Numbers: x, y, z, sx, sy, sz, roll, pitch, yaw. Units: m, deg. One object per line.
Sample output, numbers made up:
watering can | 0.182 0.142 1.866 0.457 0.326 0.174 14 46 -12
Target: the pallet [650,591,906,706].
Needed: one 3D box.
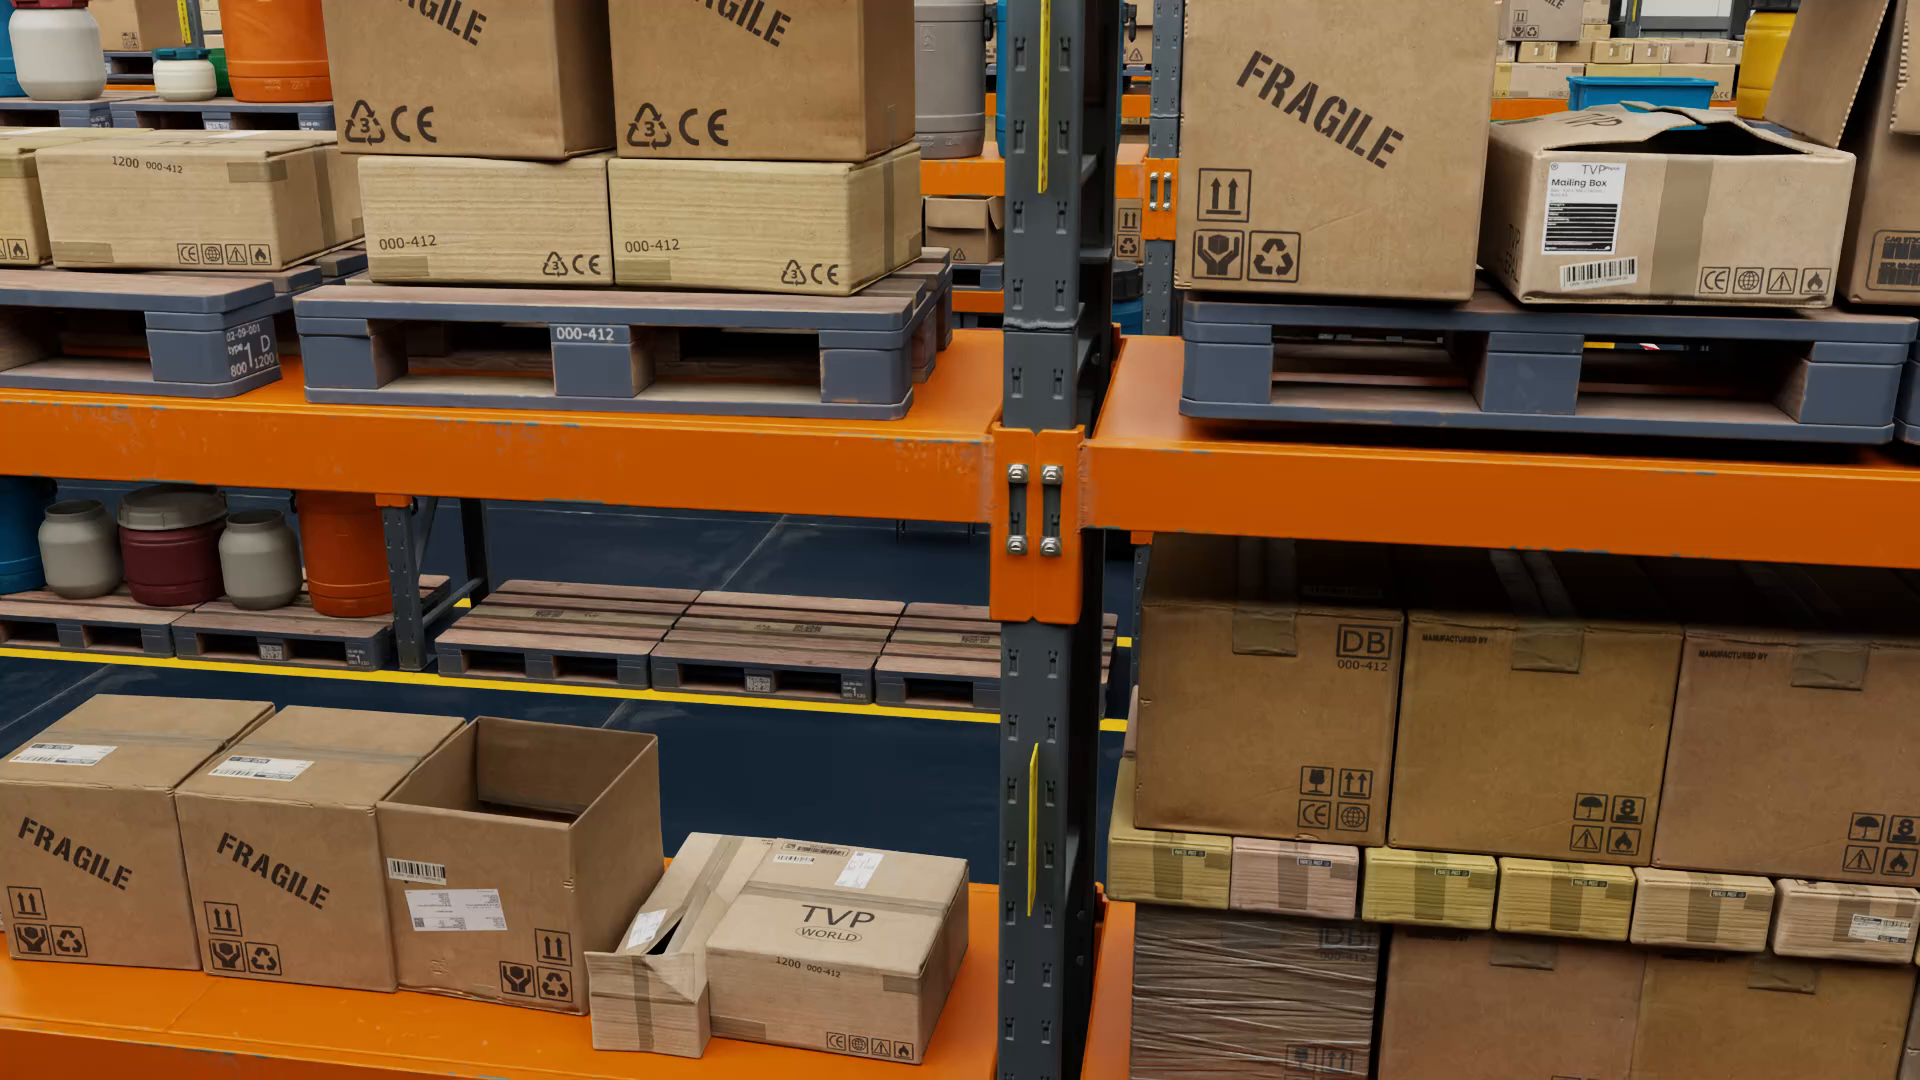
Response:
pallet | -0.983 0.582 9.230 1.213 0.211 1.003 3 19 9

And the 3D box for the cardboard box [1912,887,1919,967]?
cardboard box | 1.982 0.696 3.317 0.250 0.149 0.380 3 19 8

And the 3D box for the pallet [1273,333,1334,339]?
pallet | 3.417 -2.367 18.046 1.213 0.211 1.003 3 19 9

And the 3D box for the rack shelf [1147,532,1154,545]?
rack shelf | 2.981 -0.210 8.338 4.000 0.370 1.077 3 19 9

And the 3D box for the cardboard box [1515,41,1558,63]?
cardboard box | 4.135 -3.527 11.997 0.250 0.149 0.380 2 19 6

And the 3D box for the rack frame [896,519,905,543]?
rack frame | -0.404 -0.590 11.174 0.015 1.200 0.240 3 19 9

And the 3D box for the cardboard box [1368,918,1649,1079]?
cardboard box | 1.178 0.897 3.737 0.500 0.500 0.700 3 19 8

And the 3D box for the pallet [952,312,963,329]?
pallet | -0.504 -2.568 18.646 1.213 0.211 1.003 3 19 9

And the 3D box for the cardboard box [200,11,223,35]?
cardboard box | -8.261 -5.815 18.677 0.500 0.250 0.500 3 19 8

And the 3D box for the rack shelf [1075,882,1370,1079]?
rack shelf | 2.192 1.341 3.700 4.000 0.370 1.077 3 19 9

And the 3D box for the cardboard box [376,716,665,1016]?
cardboard box | -1.058 0.782 4.081 0.500 0.500 0.500 4 19 13

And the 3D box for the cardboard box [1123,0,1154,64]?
cardboard box | 1.344 -3.929 12.766 0.637 0.503 0.797 2 19 6

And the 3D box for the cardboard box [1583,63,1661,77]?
cardboard box | 4.732 -3.323 12.015 0.500 0.250 0.500 3 19 9

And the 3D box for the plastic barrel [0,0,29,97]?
plastic barrel | -5.183 -2.876 8.992 0.708 0.901 0.600 3 19 9

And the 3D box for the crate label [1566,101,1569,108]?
crate label | 3.160 -2.000 8.061 0.408 0.251 0.502 3 19 9

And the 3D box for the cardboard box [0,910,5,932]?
cardboard box | -2.464 0.864 4.389 0.250 0.149 0.380 4 19 13

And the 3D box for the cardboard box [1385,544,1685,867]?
cardboard box | 1.156 0.282 3.530 0.500 0.500 0.700 3 19 9

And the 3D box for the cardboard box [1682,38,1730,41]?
cardboard box | 5.507 -3.629 12.303 0.250 0.149 0.380 3 19 8

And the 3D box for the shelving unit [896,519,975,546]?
shelving unit | -0.163 -0.577 11.138 0.503 1.200 0.258 3 19 9

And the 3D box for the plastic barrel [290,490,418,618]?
plastic barrel | -3.428 -0.043 9.461 0.708 0.830 0.600 3 19 9

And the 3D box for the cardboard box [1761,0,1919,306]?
cardboard box | 1.823 -0.715 2.940 0.637 0.503 0.797 5 19 15

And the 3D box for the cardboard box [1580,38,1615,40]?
cardboard box | 4.739 -3.683 12.463 0.250 0.149 0.380 4 19 11

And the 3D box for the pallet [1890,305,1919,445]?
pallet | 2.265 -0.384 3.135 1.213 0.211 1.003 3 19 9

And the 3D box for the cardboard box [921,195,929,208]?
cardboard box | -0.368 -3.869 17.982 0.500 0.500 0.500 3 19 8

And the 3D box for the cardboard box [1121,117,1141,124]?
cardboard box | 1.680 -4.322 17.761 0.500 0.500 0.700 3 19 8

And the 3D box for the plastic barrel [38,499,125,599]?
plastic barrel | -5.115 0.051 9.683 0.421 0.512 0.421 0 18 0

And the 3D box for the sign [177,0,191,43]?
sign | -6.193 -4.138 13.275 0.005 0.325 0.100 3 19 9

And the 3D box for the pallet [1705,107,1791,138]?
pallet | 4.155 -1.856 7.693 1.213 0.211 1.003 3 19 9

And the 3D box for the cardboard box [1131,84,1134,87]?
cardboard box | 2.190 -5.987 22.158 0.250 0.149 0.380 2 19 7

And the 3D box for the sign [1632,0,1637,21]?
sign | 6.529 -5.187 16.079 0.005 0.325 0.100 3 19 9

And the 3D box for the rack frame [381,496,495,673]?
rack frame | -2.943 -0.853 9.126 0.127 3.000 1.000 3 19 9

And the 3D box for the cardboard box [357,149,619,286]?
cardboard box | -0.932 -0.712 3.550 0.500 0.250 0.500 1 19 3

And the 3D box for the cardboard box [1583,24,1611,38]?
cardboard box | 6.246 -5.012 16.403 0.250 0.149 0.380 3 19 9

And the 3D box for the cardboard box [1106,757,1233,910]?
cardboard box | 0.452 0.619 3.546 0.250 0.149 0.380 3 19 9

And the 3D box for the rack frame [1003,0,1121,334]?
rack frame | 0.217 -1.945 2.935 0.127 3.000 1.000 3 19 9

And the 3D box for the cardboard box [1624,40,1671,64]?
cardboard box | 4.892 -3.488 11.882 0.250 0.149 0.380 2 19 6

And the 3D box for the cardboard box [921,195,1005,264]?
cardboard box | 0.066 -2.510 13.253 0.637 0.503 0.797 5 19 14

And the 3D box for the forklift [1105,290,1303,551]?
forklift | 2.082 -1.444 10.999 3.031 2.935 1.130 -1 19 -3

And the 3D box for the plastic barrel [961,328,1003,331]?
plastic barrel | 0.097 -0.833 8.852 0.433 0.535 0.433 0 18 0

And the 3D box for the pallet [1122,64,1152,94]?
pallet | 1.200 -3.602 12.908 1.003 0.211 1.213 3 19 9

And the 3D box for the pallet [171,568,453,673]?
pallet | -3.728 0.442 9.648 1.213 0.211 1.003 3 19 9

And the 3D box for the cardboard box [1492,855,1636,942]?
cardboard box | 1.214 0.657 3.433 0.250 0.149 0.380 3 19 8

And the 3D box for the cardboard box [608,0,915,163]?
cardboard box | -0.385 -1.050 3.379 0.500 0.500 0.500 3 19 9

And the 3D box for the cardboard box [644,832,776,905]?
cardboard box | -0.625 0.910 4.252 0.250 0.149 0.380 3 19 9

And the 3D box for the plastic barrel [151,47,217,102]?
plastic barrel | -4.024 -2.417 8.629 0.301 0.262 0.301 0 18 0

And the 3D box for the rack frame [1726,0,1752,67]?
rack frame | 5.742 -4.847 11.608 0.127 3.000 1.000 3 19 9

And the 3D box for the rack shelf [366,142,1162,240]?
rack shelf | -0.968 -1.834 8.463 4.000 0.370 1.077 3 19 9

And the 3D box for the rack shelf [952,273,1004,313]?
rack shelf | -0.182 -1.963 13.577 4.000 0.370 1.077 3 19 9
